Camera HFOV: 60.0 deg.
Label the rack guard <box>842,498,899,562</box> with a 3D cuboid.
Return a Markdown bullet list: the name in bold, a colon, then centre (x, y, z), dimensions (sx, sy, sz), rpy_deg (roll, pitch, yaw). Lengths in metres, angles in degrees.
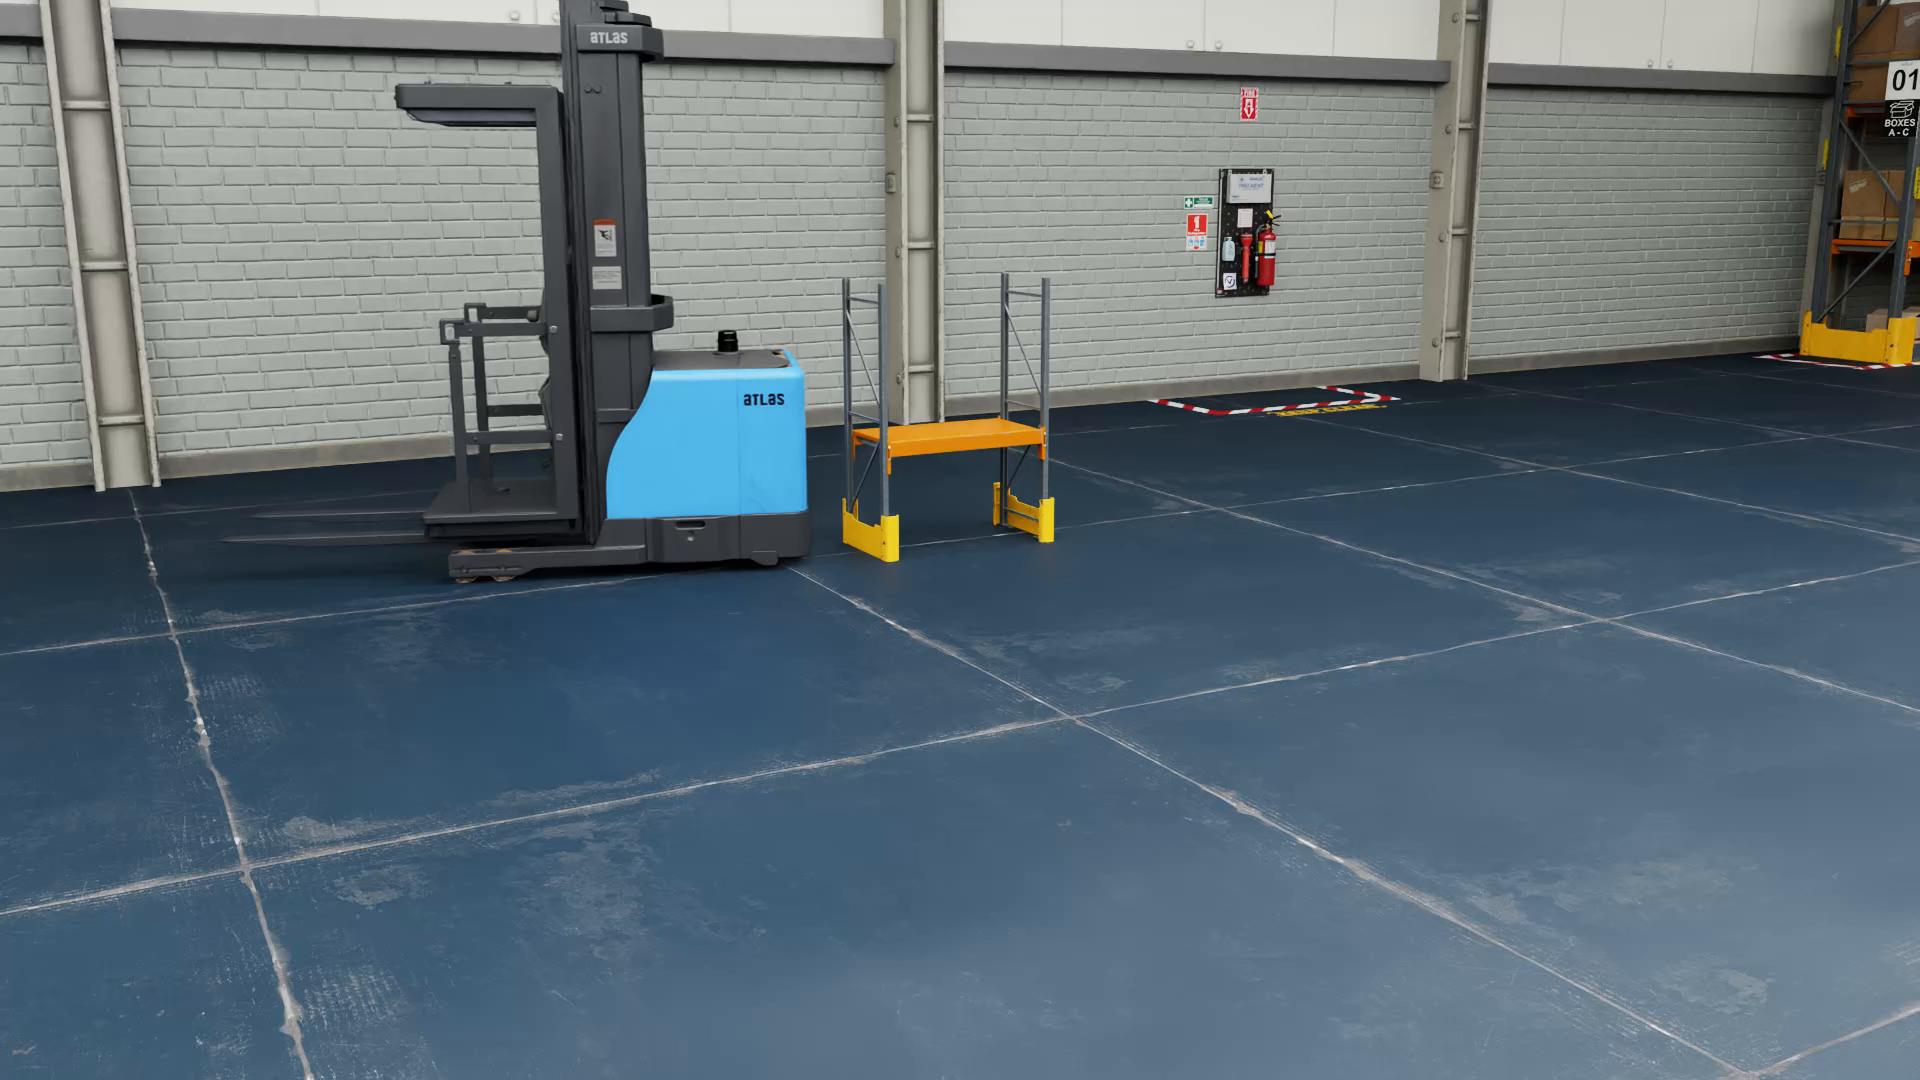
- **rack guard**: centre (-0.504, -0.062, 9.313), dimensions (0.087, 0.250, 0.587), rpy_deg (-7, 14, -28)

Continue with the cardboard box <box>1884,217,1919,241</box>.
- **cardboard box**: centre (10.541, -3.417, 18.255), dimensions (0.500, 0.250, 0.500), rpy_deg (-7, 15, -29)

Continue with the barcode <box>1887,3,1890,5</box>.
- **barcode**: centre (10.344, -5.954, 18.529), dimensions (0.075, 0.075, 0.001), rpy_deg (-7, 14, -28)

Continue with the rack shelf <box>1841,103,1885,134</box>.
- **rack shelf**: centre (11.716, -4.813, 18.969), dimensions (4.000, 0.370, 1.077), rpy_deg (-7, 14, -28)

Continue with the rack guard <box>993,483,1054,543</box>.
- **rack guard**: centre (0.370, -0.166, 9.779), dimensions (0.087, 0.250, 0.587), rpy_deg (-7, 14, -28)

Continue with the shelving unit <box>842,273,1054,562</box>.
- **shelving unit**: centre (-0.067, -0.724, 9.409), dimensions (1.083, 1.500, 0.587), rpy_deg (-7, 14, -28)

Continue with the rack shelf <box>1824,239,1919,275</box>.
- **rack shelf**: centre (11.716, -3.349, 19.298), dimensions (4.000, 0.370, 1.077), rpy_deg (-7, 14, -28)

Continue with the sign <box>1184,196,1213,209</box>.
- **sign**: centre (2.180, -3.083, 15.187), dimensions (0.331, 0.109, 0.001), rpy_deg (-7, 14, -28)

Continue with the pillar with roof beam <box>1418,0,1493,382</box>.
- **pillar with roof beam**: centre (6.957, -5.196, 12.203), dimensions (0.400, 9.000, 9.100), rpy_deg (-7, 14, -28)

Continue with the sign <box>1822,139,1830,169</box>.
- **sign**: centre (9.712, -4.318, 18.607), dimensions (0.005, 0.325, 0.100), rpy_deg (-7, 14, -28)

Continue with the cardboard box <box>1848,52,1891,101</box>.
- **cardboard box**: centre (10.205, -5.105, 18.354), dimensions (0.500, 0.500, 0.500), rpy_deg (-6, 14, -24)

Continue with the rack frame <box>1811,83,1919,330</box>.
- **rack frame**: centre (9.960, -3.490, 18.284), dimensions (0.127, 3.000, 1.000), rpy_deg (-7, 14, -28)

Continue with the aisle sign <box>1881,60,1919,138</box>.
- **aisle sign**: centre (10.041, -4.693, 17.708), dimensions (0.004, 0.787, 0.394), rpy_deg (-7, 14, -28)

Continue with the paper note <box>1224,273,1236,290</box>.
- **paper note**: centre (2.518, -2.411, 15.498), dimensions (0.142, 0.148, 0.016), rpy_deg (-7, 14, -28)

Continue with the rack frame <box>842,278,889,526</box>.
- **rack frame**: centre (-0.521, -0.669, 9.167), dimensions (0.032, 1.500, 0.500), rpy_deg (-7, 14, -28)

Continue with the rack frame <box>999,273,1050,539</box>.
- **rack frame**: centre (0.371, -0.776, 9.642), dimensions (0.032, 1.500, 0.500), rpy_deg (-7, 14, -28)

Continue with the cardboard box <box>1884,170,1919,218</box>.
- **cardboard box**: centre (10.523, -3.785, 18.182), dimensions (0.500, 0.500, 0.500), rpy_deg (-7, 14, -28)

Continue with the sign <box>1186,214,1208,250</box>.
- **sign**: centre (2.172, -2.826, 15.251), dimensions (0.234, 0.329, 0.001), rpy_deg (-7, 14, -28)

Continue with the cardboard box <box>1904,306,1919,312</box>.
- **cardboard box**: centre (11.111, -2.508, 19.044), dimensions (0.500, 0.311, 0.500), rpy_deg (-6, 14, -23)

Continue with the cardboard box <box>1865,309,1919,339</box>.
- **cardboard box**: centre (10.611, -2.448, 18.778), dimensions (0.500, 0.311, 0.500), rpy_deg (-9, 15, -34)

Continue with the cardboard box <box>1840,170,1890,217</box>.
- **cardboard box**: centre (10.272, -3.883, 18.619), dimensions (0.500, 0.500, 0.500), rpy_deg (-7, 14, -28)

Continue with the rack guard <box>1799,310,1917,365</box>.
- **rack guard**: centre (10.027, -2.278, 18.594), dimensions (0.348, 0.500, 1.175), rpy_deg (-7, 14, -28)

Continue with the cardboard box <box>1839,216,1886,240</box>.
- **cardboard box**: centre (10.278, -3.513, 18.683), dimensions (0.500, 0.250, 0.500), rpy_deg (-7, 14, -27)

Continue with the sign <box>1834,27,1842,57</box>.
- **sign**: centre (9.712, -5.494, 18.343), dimensions (0.005, 0.325, 0.100), rpy_deg (-7, 14, -28)

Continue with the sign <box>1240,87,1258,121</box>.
- **sign**: centre (2.652, -3.996, 15.252), dimensions (0.199, 0.298, 0.001), rpy_deg (-7, 14, -28)

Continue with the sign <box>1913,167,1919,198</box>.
- **sign**: centre (10.221, -3.808, 17.725), dimensions (0.005, 0.325, 0.100), rpy_deg (-7, 14, -28)

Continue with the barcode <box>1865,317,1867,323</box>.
- **barcode**: centre (10.435, -2.532, 19.128), dimensions (0.075, 0.075, 0.001), rpy_deg (-7, 14, -28)

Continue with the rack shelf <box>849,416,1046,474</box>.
- **rack shelf**: centre (-0.075, -0.547, 9.444), dimensions (1.000, 0.185, 0.538), rpy_deg (-7, 14, -28)

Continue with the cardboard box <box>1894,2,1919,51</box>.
- **cardboard box**: centre (10.415, -5.493, 17.804), dimensions (0.500, 0.500, 0.500), rpy_deg (-8, 15, -32)

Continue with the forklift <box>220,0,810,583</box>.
- **forklift**: centre (-2.372, -1.332, 8.852), dimensions (3.031, 2.935, 1.130), rpy_deg (-2, 13, -9)

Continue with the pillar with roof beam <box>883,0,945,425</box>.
- **pillar with roof beam**: centre (1.690, -4.565, 9.398), dimensions (0.400, 9.000, 9.100), rpy_deg (-7, 14, -28)

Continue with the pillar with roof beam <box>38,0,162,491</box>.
- **pillar with roof beam**: centre (-3.576, -3.934, 6.593), dimensions (0.400, 9.000, 9.100), rpy_deg (-7, 14, -28)

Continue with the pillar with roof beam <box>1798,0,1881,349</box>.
- **pillar with roof beam**: centre (12.223, -5.827, 15.007), dimensions (0.400, 9.000, 9.100), rpy_deg (-7, 14, -28)

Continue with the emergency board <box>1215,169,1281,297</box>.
- **emergency board**: centre (2.707, -2.846, 15.425), dimensions (0.643, 1.169, 0.194), rpy_deg (-7, 14, -28)

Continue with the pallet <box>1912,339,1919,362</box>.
- **pallet**: centre (10.757, -2.216, 18.976), dimensions (1.213, 0.211, 1.003), rpy_deg (-7, 14, -28)

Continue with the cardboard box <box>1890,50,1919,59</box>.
- **cardboard box**: centre (10.374, -4.999, 17.884), dimensions (0.500, 0.500, 0.500), rpy_deg (-6, 14, -26)

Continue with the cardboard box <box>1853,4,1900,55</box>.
- **cardboard box**: centre (10.214, -5.595, 18.258), dimensions (0.500, 0.500, 0.500), rpy_deg (-6, 14, -25)

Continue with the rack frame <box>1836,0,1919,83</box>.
- **rack frame**: centre (9.960, -6.417, 17.626), dimensions (0.127, 3.000, 1.000), rpy_deg (-7, 14, -28)
